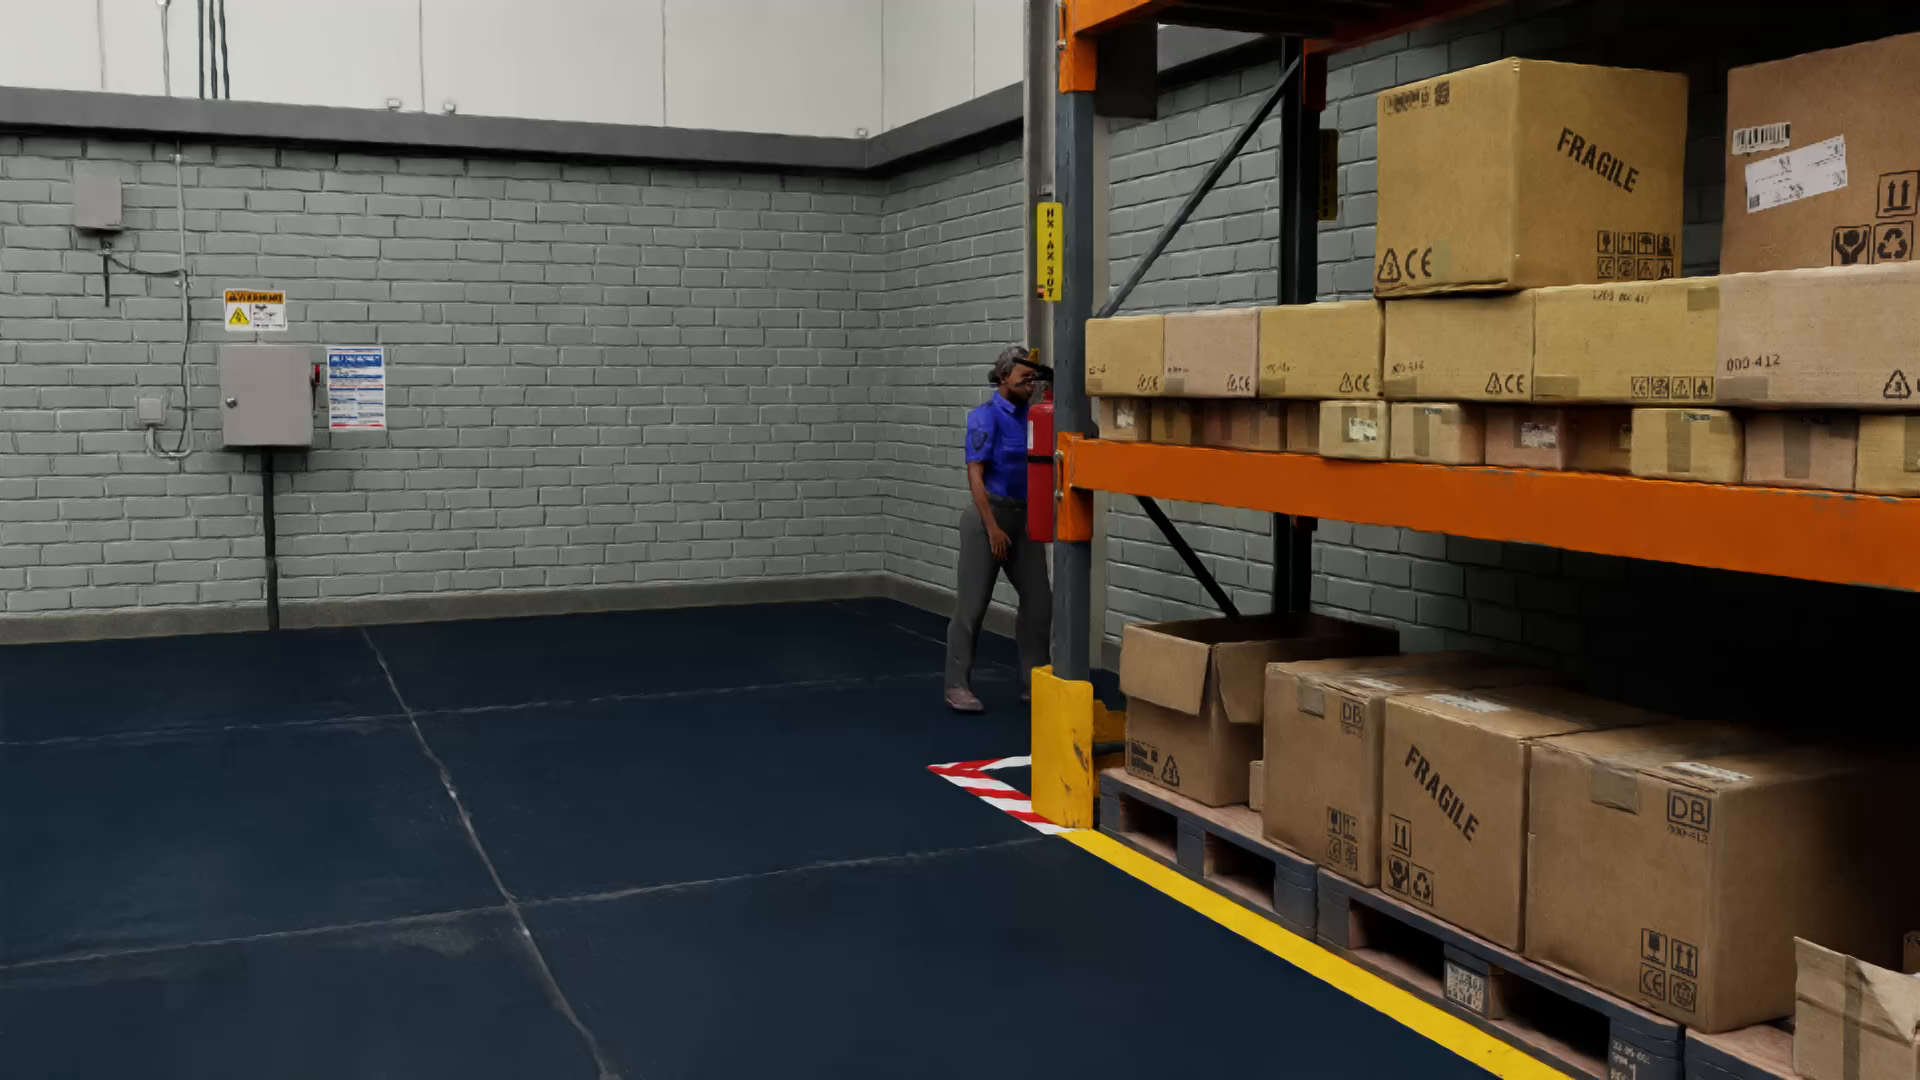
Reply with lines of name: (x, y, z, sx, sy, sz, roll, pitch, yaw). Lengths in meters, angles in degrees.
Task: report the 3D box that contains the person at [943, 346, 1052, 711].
person: (0.220, -0.048, 7.566, 0.535, 1.661, 0.594, 5, 7, 40)
